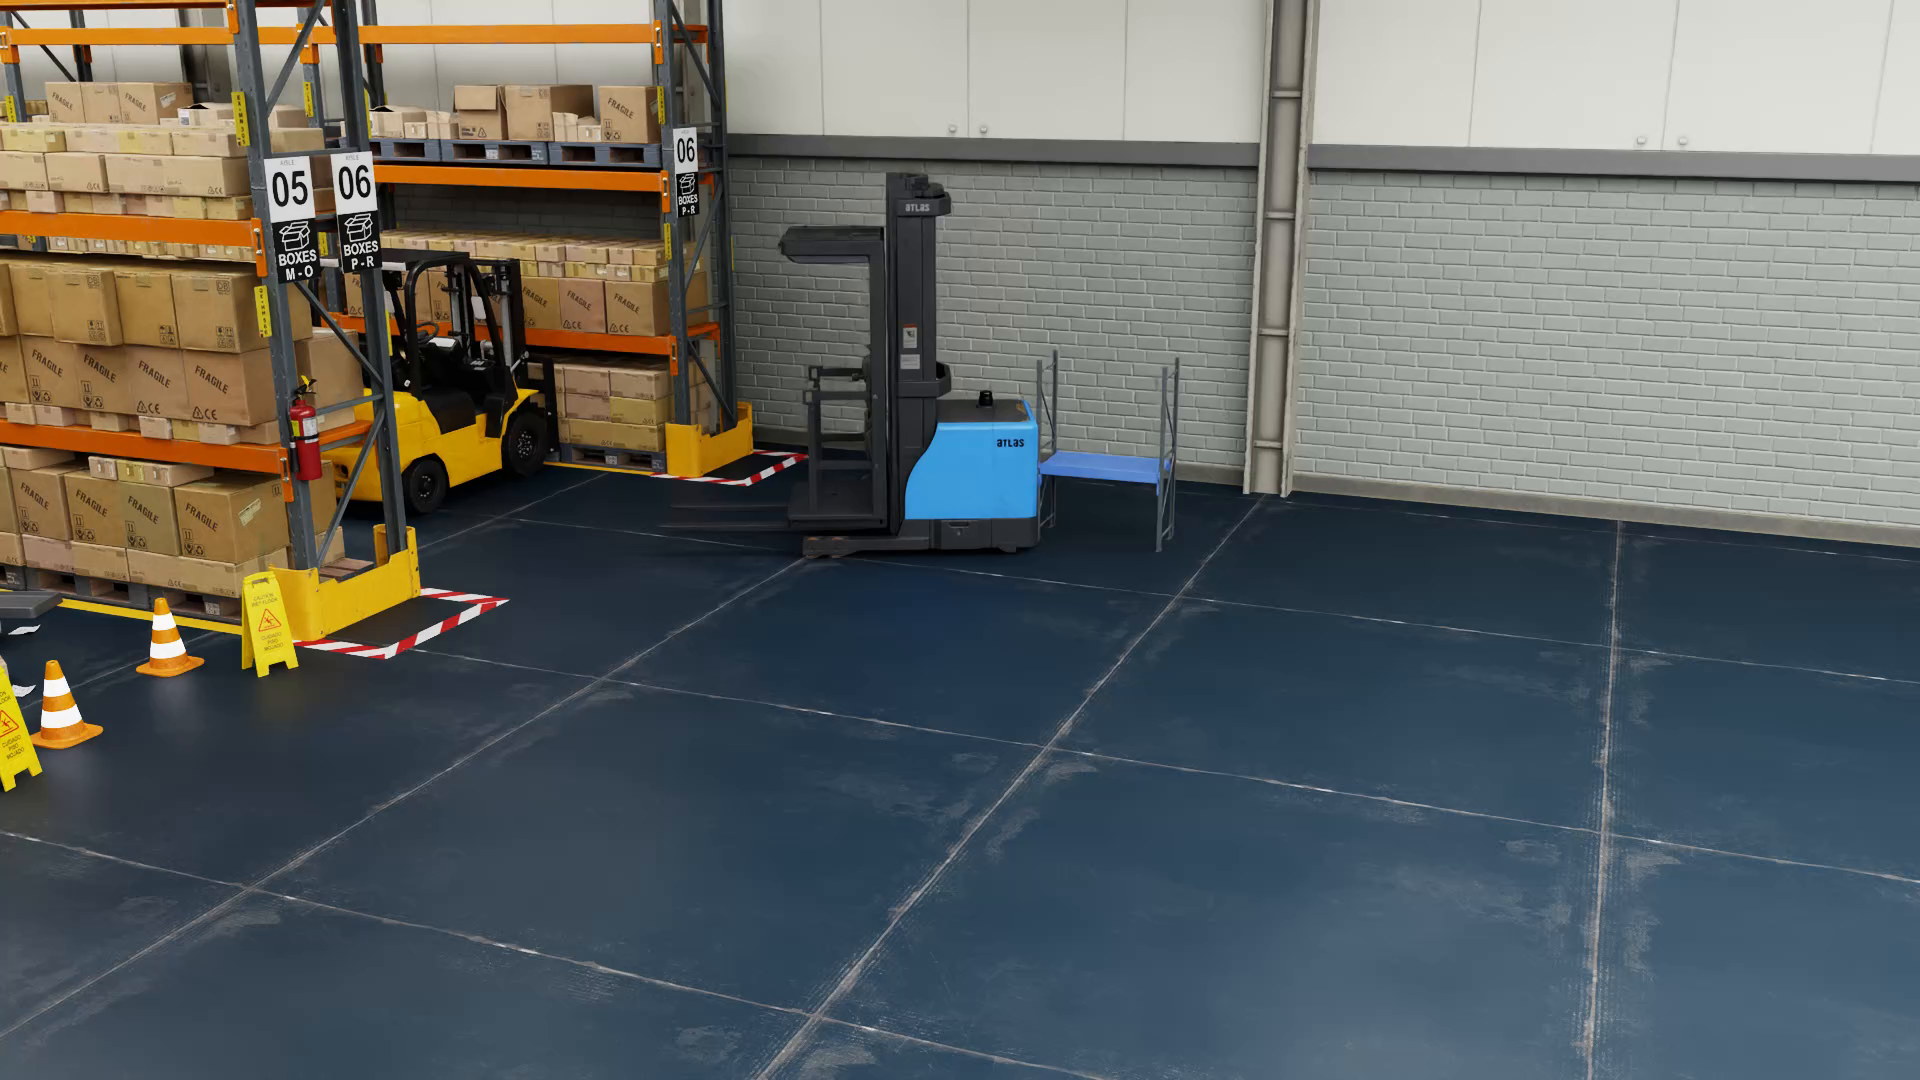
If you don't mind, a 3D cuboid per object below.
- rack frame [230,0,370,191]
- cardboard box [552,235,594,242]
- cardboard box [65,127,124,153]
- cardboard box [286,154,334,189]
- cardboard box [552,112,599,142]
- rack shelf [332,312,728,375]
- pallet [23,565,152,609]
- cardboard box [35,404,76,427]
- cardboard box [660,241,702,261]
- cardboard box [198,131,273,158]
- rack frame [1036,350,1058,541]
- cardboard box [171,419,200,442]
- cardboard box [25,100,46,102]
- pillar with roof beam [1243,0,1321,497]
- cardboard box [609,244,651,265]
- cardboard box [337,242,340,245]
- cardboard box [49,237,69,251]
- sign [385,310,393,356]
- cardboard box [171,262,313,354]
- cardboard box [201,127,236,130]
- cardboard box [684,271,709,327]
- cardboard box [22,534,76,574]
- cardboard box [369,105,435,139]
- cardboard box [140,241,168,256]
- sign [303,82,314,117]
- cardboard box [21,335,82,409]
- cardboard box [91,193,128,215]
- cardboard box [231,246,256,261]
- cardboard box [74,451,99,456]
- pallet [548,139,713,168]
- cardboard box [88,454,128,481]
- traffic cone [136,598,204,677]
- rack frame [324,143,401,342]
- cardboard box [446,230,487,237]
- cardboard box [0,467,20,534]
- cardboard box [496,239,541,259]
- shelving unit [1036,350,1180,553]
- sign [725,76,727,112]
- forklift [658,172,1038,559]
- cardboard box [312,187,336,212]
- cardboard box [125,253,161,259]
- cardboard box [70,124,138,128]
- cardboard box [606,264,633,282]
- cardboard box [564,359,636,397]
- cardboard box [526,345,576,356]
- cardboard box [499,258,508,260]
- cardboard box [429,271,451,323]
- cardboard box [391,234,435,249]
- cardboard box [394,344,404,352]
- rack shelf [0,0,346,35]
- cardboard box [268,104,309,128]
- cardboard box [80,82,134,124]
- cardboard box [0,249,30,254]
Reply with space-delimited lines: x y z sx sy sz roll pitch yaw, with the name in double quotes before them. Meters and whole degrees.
"rack frame" -4.270 -3.787 10.579 0.127 3.000 1.000 6 17 21
"cardboard box" -3.855 -2.947 16.569 0.250 0.149 0.380 6 17 19
"cardboard box" -5.838 -2.725 11.319 0.250 0.149 0.380 6 17 19
"cardboard box" -4.640 -2.538 11.392 0.500 0.250 0.500 6 17 20
"cardboard box" -3.570 -3.852 15.489 0.258 0.266 0.396 6 17 21
"rack shelf" -4.312 -2.053 16.656 4.000 0.370 1.077 6 17 21
"pallet" -6.214 0.208 12.580 1.213 0.211 1.003 6 17 21
"cardboard box" -6.384 -0.928 11.939 0.250 0.149 0.380 6 17 20
"cardboard box" -2.686 -2.786 16.014 0.250 0.149 0.380 6 17 20
"cardboard box" -4.693 -2.567 10.776 0.250 0.149 0.380 6 17 21
"rack frame" 0.710 -0.777 13.661 0.032 1.500 0.500 6 17 19
"cardboard box" -5.203 -0.797 11.491 0.250 0.149 0.380 6 17 20
"cardboard box" -10.360 -4.858 18.668 0.250 0.149 0.380 6 17 21
"pillar with roof beam" 1.233 -3.650 10.105 0.400 9.000 9.100 6 17 21
"cardboard box" -3.103 -2.696 15.702 0.250 0.149 0.380 6 17 21
"cardboard box" -6.421 -3.054 17.472 0.250 0.149 0.380 6 17 19
"cardboard box" -9.705 -3.263 18.190 0.250 0.149 0.380 7 18 22
"sign" -4.071 -1.463 11.779 0.005 0.325 0.100 6 17 21
"cardboard box" -4.825 -1.573 11.205 0.500 0.500 0.700 6 17 19
"cardboard box" -4.976 -2.762 11.446 0.250 0.149 0.380 6 17 21
"cardboard box" -2.811 -2.365 16.260 0.500 0.500 0.500 7 18 22
"cardboard box" -6.546 0.039 12.338 0.500 0.250 0.500 6 17 20
"cardboard box" -5.488 -4.102 16.271 0.500 0.311 0.500 7 17 22
"cardboard box" -8.501 -3.134 17.745 0.250 0.149 0.380 7 17 22
"sign" -6.363 -4.301 16.238 0.005 0.325 0.100 6 17 21
"cardboard box" -6.268 -1.243 11.860 0.500 0.500 0.500 6 17 21
"cardboard box" -5.643 -2.299 11.285 0.250 0.149 0.380 6 17 20
"cardboard box" -7.320 -2.993 17.260 0.250 0.149 0.380 6 17 19
"cardboard box" -6.393 -0.462 12.720 0.500 0.500 0.500 7 18 24
"pallet" -3.100 -3.671 15.717 1.213 0.211 1.003 6 17 21
"cardboard box" -5.954 -0.548 11.850 0.250 0.149 0.380 7 18 23
"traffic cone" -5.143 0.603 10.768 0.334 0.463 0.336 6 17 21
"rack frame" -6.173 -2.603 17.261 0.127 3.000 1.000 6 17 21
"cardboard box" -5.040 -3.082 17.033 0.250 0.149 0.380 6 17 20
"cardboard box" -7.038 -0.375 12.418 0.500 0.500 0.500 7 18 23
"cardboard box" -4.291 -2.834 16.178 0.250 0.149 0.380 7 17 21
"shelving unit" 1.190 -0.730 13.499 1.048 1.500 0.538 6 17 19
"sign" -2.243 -4.236 15.794 0.005 0.325 0.100 6 17 21
"forklift" -0.906 -1.410 13.275 3.031 2.935 1.130 -1 16 -2
"cardboard box" -4.459 -2.344 11.439 0.250 0.149 0.380 6 17 21
"cardboard box" -8.625 -2.962 17.869 0.500 0.250 0.500 6 17 19
"cardboard box" -6.138 -2.909 11.953 0.250 0.149 0.380 7 17 21
"cardboard box" -3.126 -2.535 15.682 0.250 0.149 0.380 7 17 22
"cardboard box" -3.472 -1.572 16.095 0.500 0.250 0.500 7 17 22
"cardboard box" -4.231 -1.812 16.920 0.500 0.250 0.500 6 17 20
"cardboard box" -4.279 -2.690 16.217 0.250 0.149 0.380 6 17 20
"cardboard box" -4.894 -2.438 16.511 0.500 0.500 0.500 6 17 20
"cardboard box" -5.468 -2.969 16.644 0.250 0.149 0.380 6 17 20
"cardboard box" -5.838 -1.834 16.995 0.500 0.250 0.500 6 17 20
"rack shelf" -6.130 -3.645 11.384 4.000 0.370 1.077 6 17 21
"cardboard box" -6.935 -4.261 16.820 0.500 0.311 0.500 6 17 19
"cardboard box" -8.803 -4.588 17.604 0.500 0.500 0.700 6 17 20
"cardboard box" -7.194 -1.827 12.082 0.500 0.500 0.700 6 17 21
